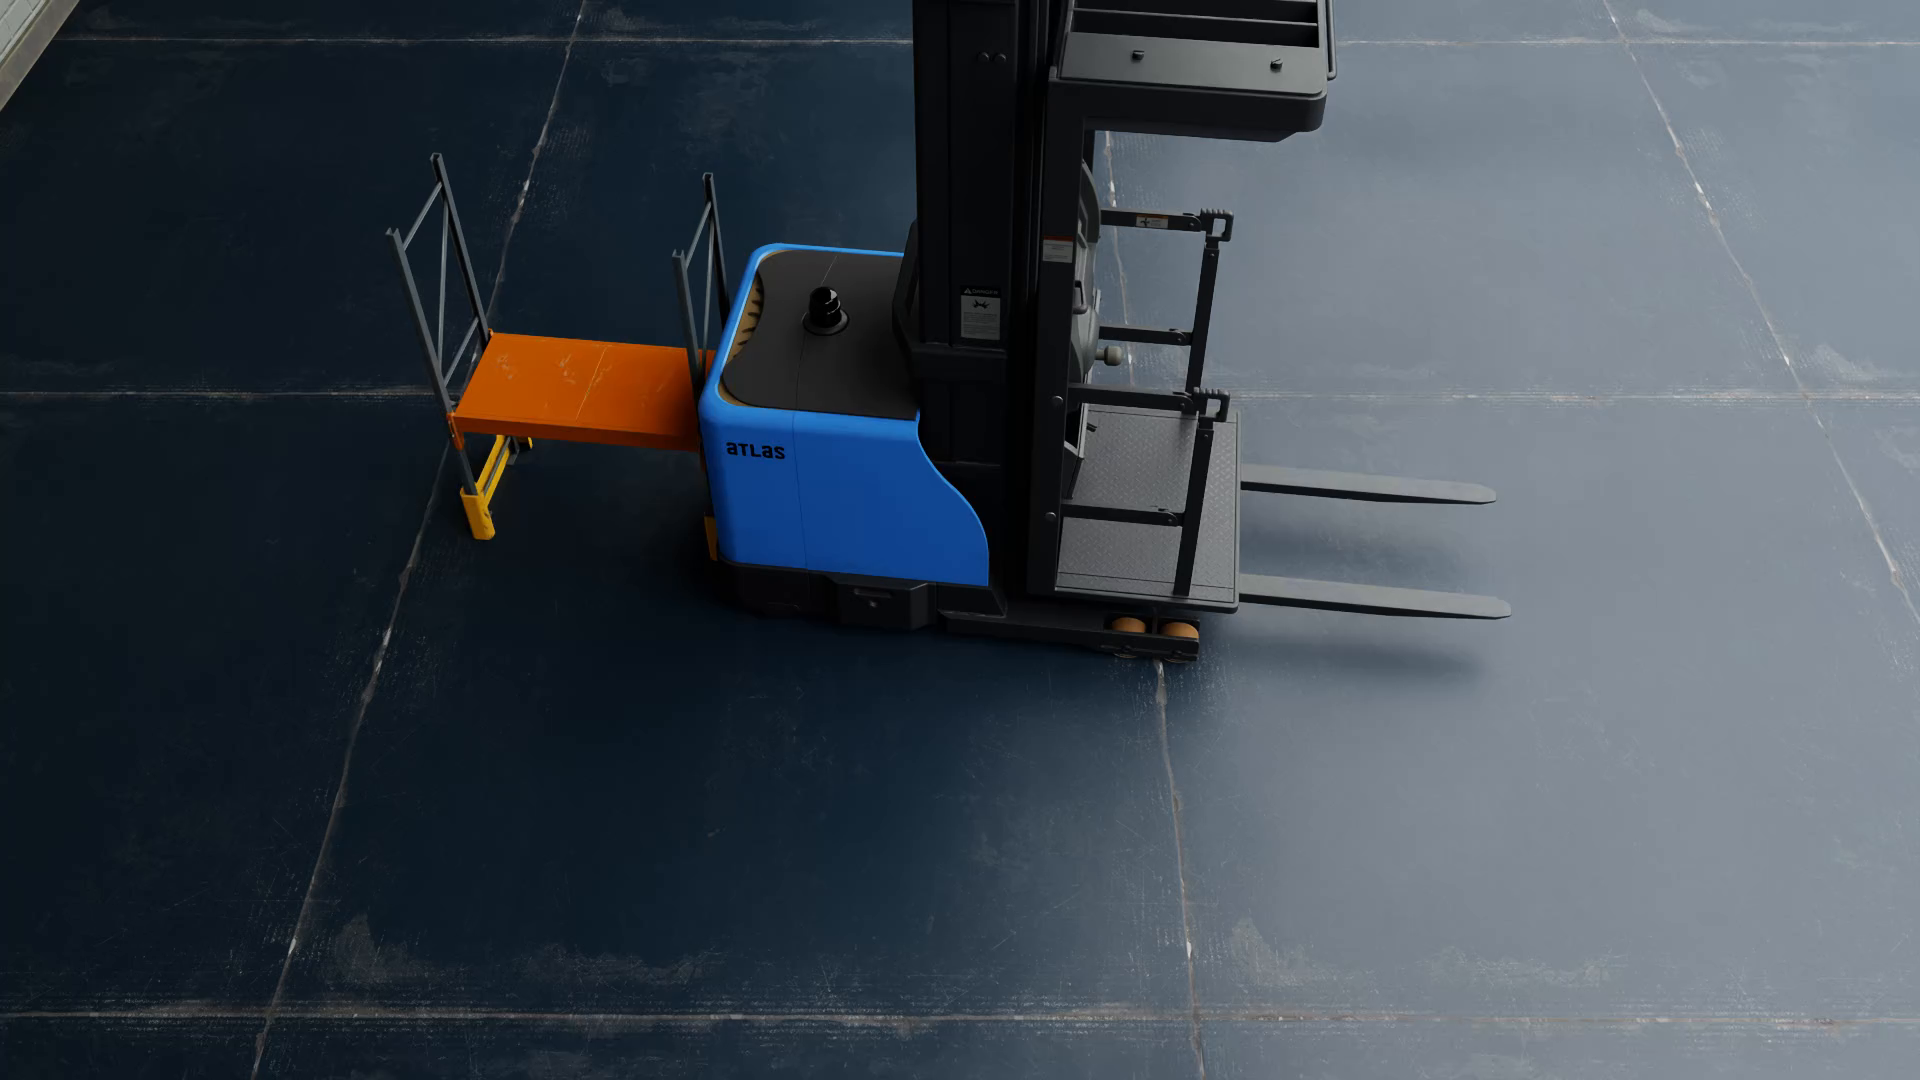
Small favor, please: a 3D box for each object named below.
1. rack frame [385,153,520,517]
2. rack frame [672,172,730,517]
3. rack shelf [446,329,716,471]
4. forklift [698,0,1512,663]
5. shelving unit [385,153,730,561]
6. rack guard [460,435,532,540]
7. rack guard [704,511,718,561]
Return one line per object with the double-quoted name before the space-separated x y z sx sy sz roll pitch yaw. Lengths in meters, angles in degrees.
"rack frame" -1.949 -0.728 6.484 0.032 1.500 0.500 5 47 5
"rack frame" -0.940 -0.637 6.399 0.032 1.500 0.500 5 47 5
"rack shelf" -1.445 -0.560 6.573 1.000 0.185 0.538 5 47 5
"forklift" 0.618 -0.942 5.705 3.031 2.935 1.130 5 47 5
"shelving unit" -1.436 -0.682 6.441 1.083 1.500 0.587 5 47 5
"rack guard" -1.930 -0.300 6.939 0.087 0.250 0.587 5 47 5
"rack guard" -0.941 -0.211 6.857 0.087 0.250 0.587 5 47 5
